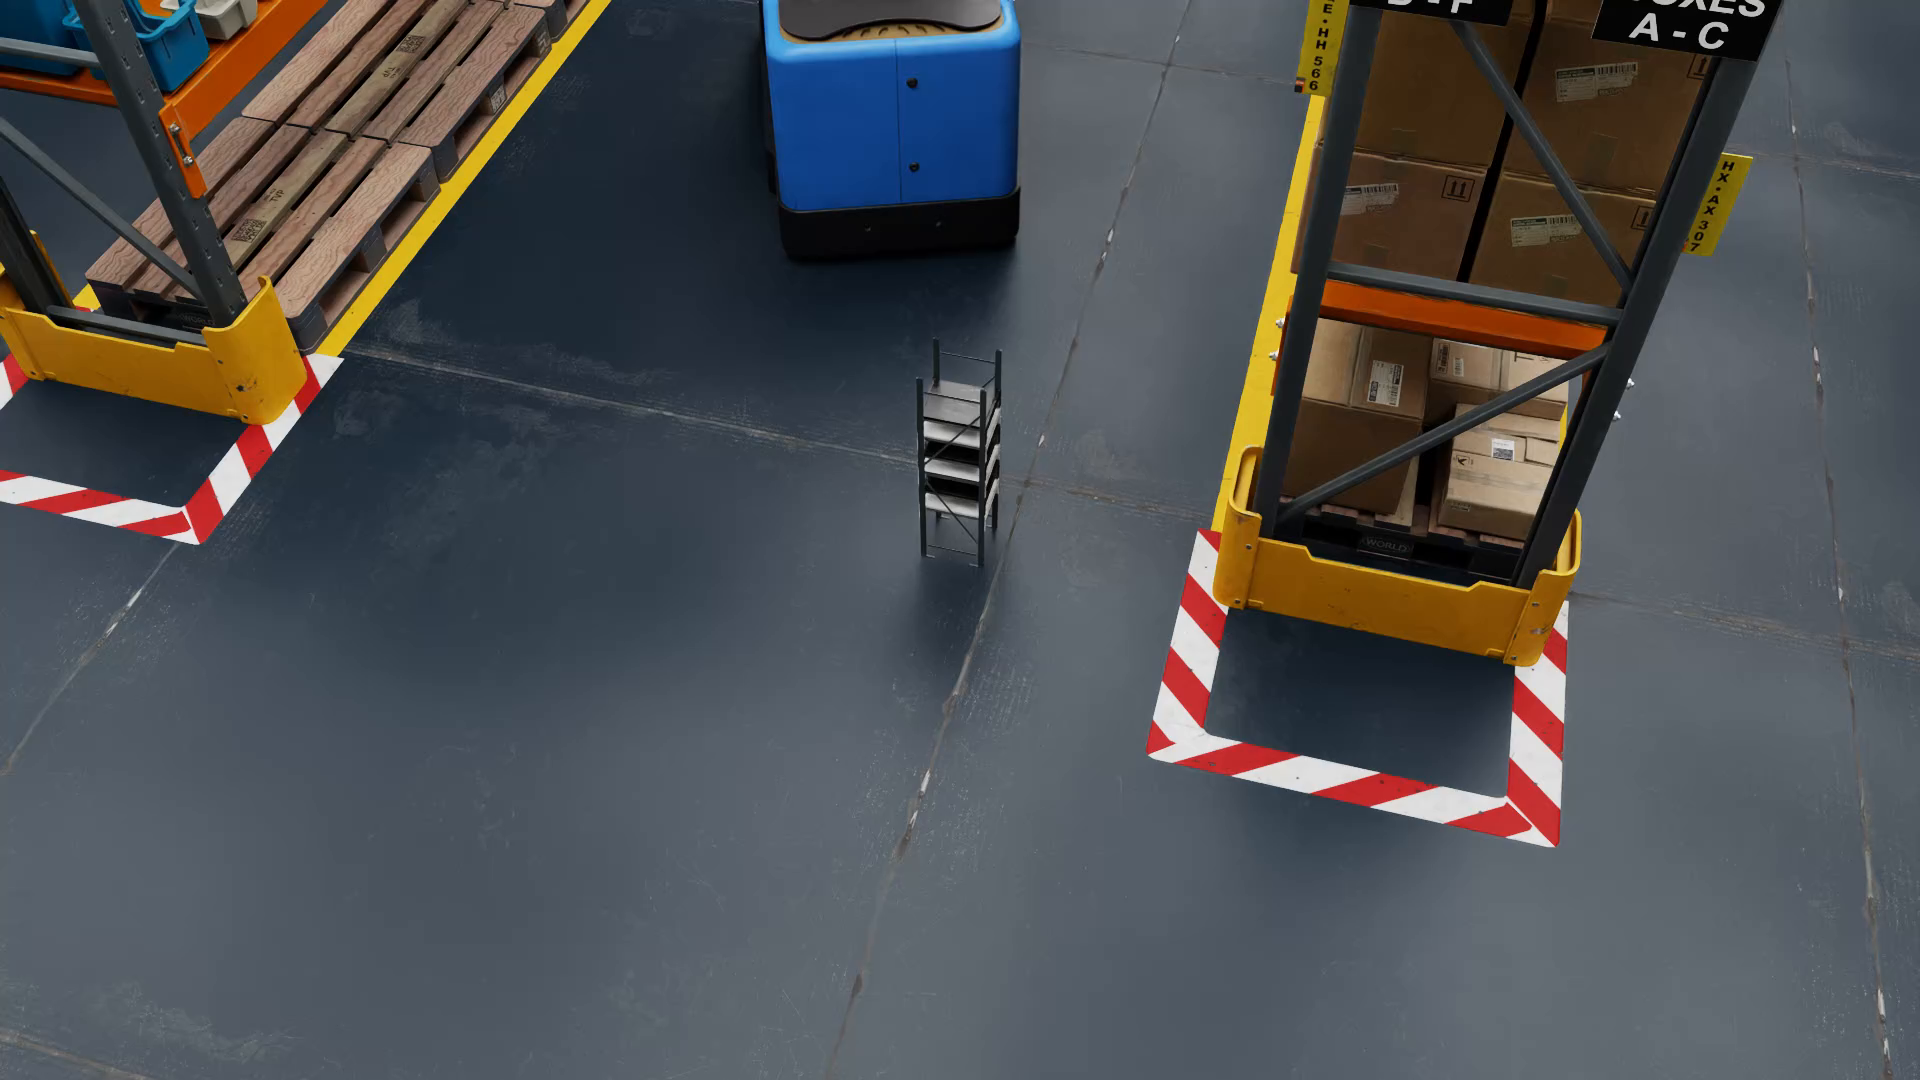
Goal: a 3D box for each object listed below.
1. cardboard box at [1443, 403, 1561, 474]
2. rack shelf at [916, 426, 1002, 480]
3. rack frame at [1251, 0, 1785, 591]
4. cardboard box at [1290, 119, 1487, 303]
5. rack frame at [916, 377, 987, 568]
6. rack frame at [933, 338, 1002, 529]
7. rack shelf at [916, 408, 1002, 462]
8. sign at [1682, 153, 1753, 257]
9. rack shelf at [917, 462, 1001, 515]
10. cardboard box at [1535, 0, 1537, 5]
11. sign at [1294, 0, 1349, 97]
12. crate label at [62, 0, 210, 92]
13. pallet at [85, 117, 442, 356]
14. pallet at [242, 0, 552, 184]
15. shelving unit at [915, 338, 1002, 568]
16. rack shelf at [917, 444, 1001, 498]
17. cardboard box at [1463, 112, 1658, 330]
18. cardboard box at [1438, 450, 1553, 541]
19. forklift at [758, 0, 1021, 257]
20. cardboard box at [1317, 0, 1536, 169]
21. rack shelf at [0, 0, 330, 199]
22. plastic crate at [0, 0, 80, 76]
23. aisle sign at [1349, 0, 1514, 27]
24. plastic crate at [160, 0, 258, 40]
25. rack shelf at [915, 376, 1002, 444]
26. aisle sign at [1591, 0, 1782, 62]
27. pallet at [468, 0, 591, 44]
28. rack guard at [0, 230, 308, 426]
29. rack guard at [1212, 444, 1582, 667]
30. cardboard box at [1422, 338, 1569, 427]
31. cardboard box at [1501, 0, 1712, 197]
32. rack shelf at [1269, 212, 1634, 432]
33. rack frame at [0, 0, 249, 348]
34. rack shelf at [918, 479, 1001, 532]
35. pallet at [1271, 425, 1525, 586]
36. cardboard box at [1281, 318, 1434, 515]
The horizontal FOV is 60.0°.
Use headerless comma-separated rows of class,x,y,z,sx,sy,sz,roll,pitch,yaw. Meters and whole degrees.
cardboard box,2.004,-0.342,6.148,0.380,0.166,0.250,12,50,10
rack shelf,-0.002,-0.329,5.865,0.258,0.077,0.200,12,50,10
rack frame,1.497,-0.719,4.884,1.000,3.000,0.127,12,50,10
cardboard box,1.352,-1.129,5.179,0.500,0.500,0.500,13,50,11
rack frame,-0.029,-0.218,5.843,0.240,0.900,0.006,12,50,10
rack frame,0.025,-0.365,5.972,0.240,0.900,0.006,12,50,10
rack shelf,-0.002,-0.389,5.797,0.258,0.077,0.200,12,50,10
sign,2.020,-0.898,4.465,0.100,0.325,0.005,12,50,10
rack shelf,-0.002,-0.210,6.000,0.258,0.077,0.200,12,50,10
cardboard box,1.998,-1.731,5.044,0.500,0.500,0.500,12,50,10
sign,0.967,-1.330,4.440,0.100,0.325,0.005,12,50,10
crate label,-2.898,-1.777,5.889,0.416,0.233,0.303,12,50,10
pallet,-3.026,-1.365,7.314,1.003,0.211,1.213,12,50,10
pallet,-2.703,-2.245,8.090,1.003,0.211,1.213,12,50,10
shelving unit,-0.002,-0.292,5.907,0.258,0.900,0.210,12,50,10
rack shelf,-0.002,-0.270,5.932,0.258,0.077,0.200,12,50,10
cardboard box,1.868,-1.021,5.083,0.500,0.500,0.500,13,50,11
cardboard box,1.939,-0.156,5.995,0.380,0.149,0.250,12,50,10
forklift,-0.424,-3.318,7.223,1.130,2.935,3.031,-5,49,-4
cardboard box,1.349,-1.459,4.803,0.500,0.500,0.500,11,50,10
rack shelf,-2.755,-2.907,7.295,1.077,0.370,4.000,12,50,10
plastic crate,-3.373,-2.009,5.959,0.616,0.435,0.499,12,50,10
aisle sign,1.183,-1.590,3.919,0.394,0.787,0.004,12,50,10
plastic crate,-2.734,-1.961,6.116,0.250,0.136,0.298,12,50,10
rack shelf,-0.002,-0.449,5.730,0.258,0.077,0.200,12,50,10
aisle sign,1.762,-1.471,3.814,0.394,0.787,0.004,12,50,10
pallet,-2.384,-3.130,8.871,1.003,0.211,1.213,12,50,10
rack guard,-3.275,-0.852,6.668,1.175,0.500,0.348,12,50,10
rack guard,1.517,0.054,5.869,1.175,0.500,0.348,12,50,10
cardboard box,2.045,-0.653,6.366,0.500,0.250,0.500,12,50,10
cardboard box,1.868,-1.351,4.709,0.500,0.500,0.500,13,50,11
rack shelf,2.023,-1.927,6.430,1.077,0.370,4.000,12,50,10
rack frame,-3.281,-1.699,5.749,1.000,3.000,0.127,12,50,10
rack shelf,-0.002,-0.151,6.067,0.258,0.077,0.200,12,50,10
pallet,1.726,-0.428,6.487,1.003,0.211,1.213,12,50,10
cardboard box,1.402,-0.479,6.046,0.500,0.500,0.500,12,50,10
